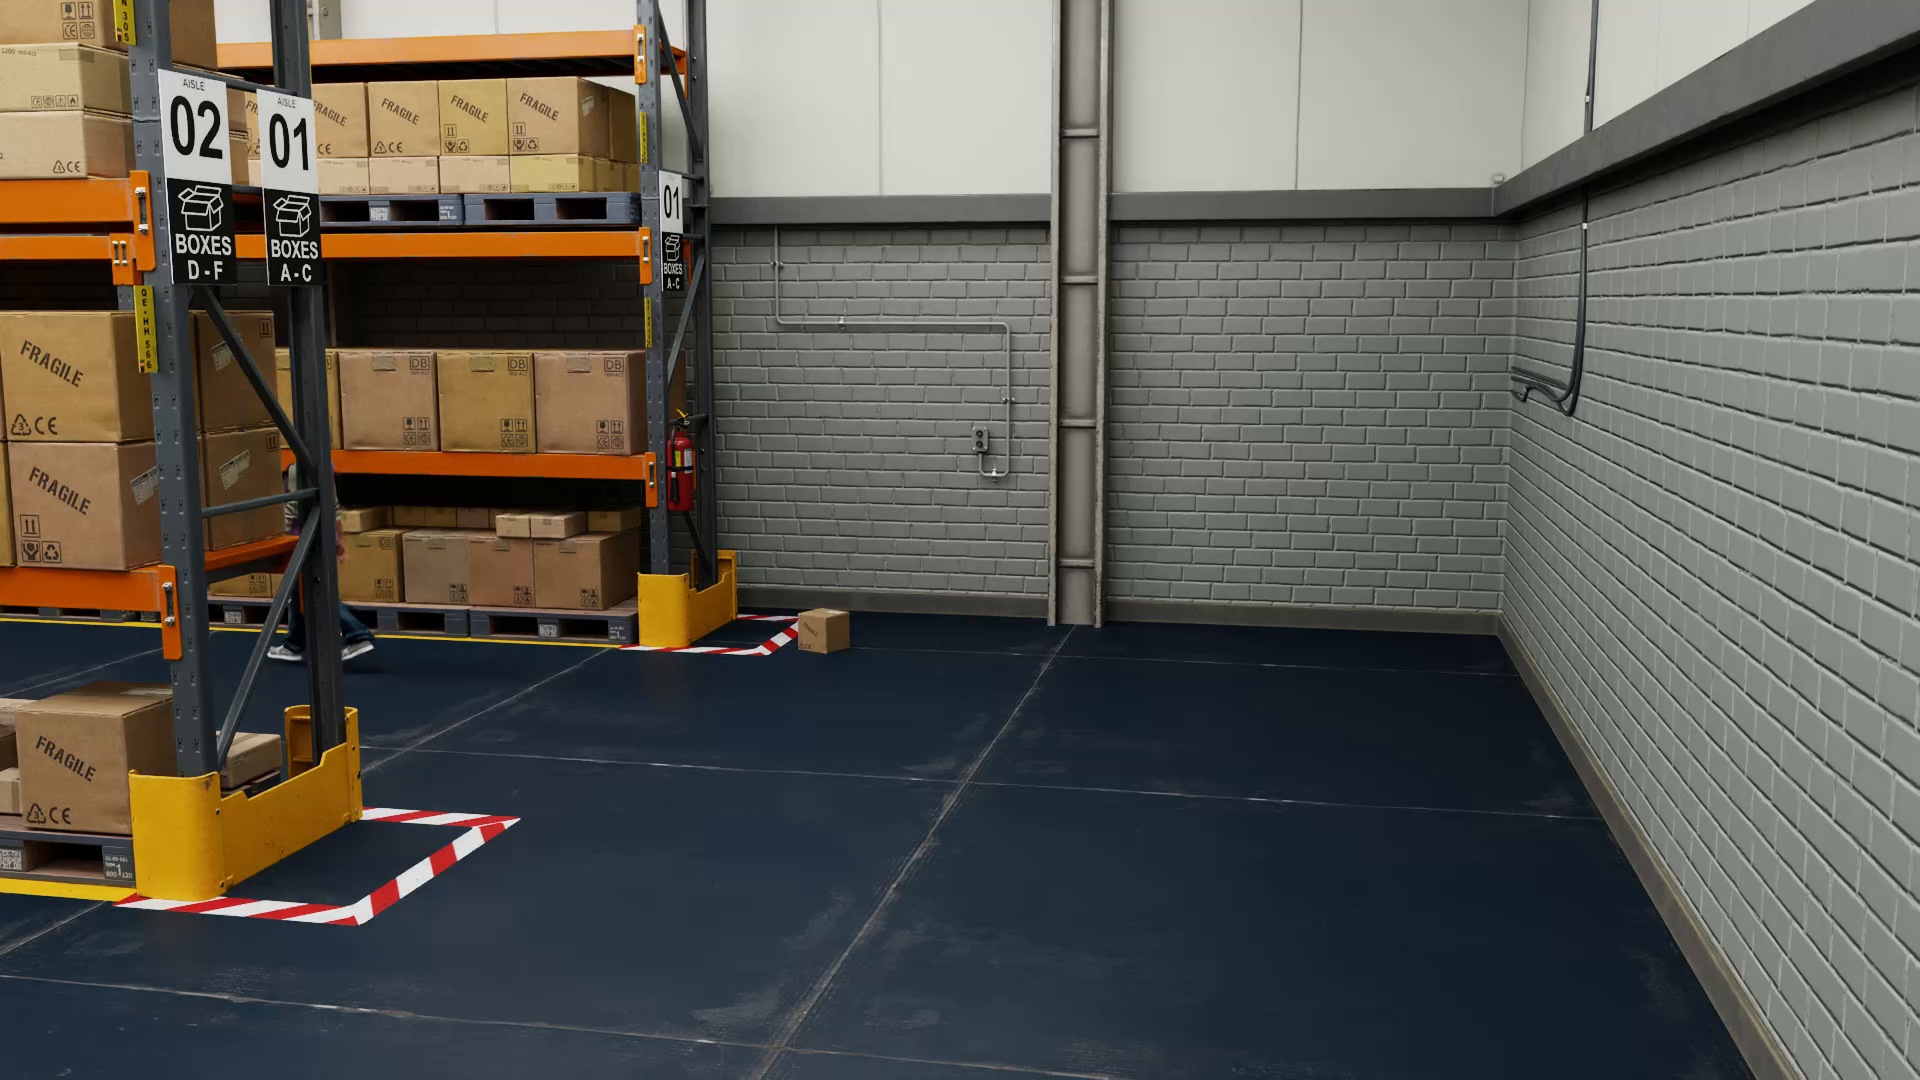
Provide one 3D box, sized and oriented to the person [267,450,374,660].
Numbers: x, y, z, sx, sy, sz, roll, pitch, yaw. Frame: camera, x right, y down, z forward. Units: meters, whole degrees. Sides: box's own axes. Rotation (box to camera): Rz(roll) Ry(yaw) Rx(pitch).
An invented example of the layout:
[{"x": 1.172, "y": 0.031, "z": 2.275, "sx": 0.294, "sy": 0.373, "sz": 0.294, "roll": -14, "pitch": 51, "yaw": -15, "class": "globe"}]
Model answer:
[{"x": -4.140, "y": 0.023, "z": 10.624, "sx": 0.857, "sy": 1.559, "sz": 0.427, "roll": 2, "pitch": 8, "yaw": 11, "class": "person"}]
